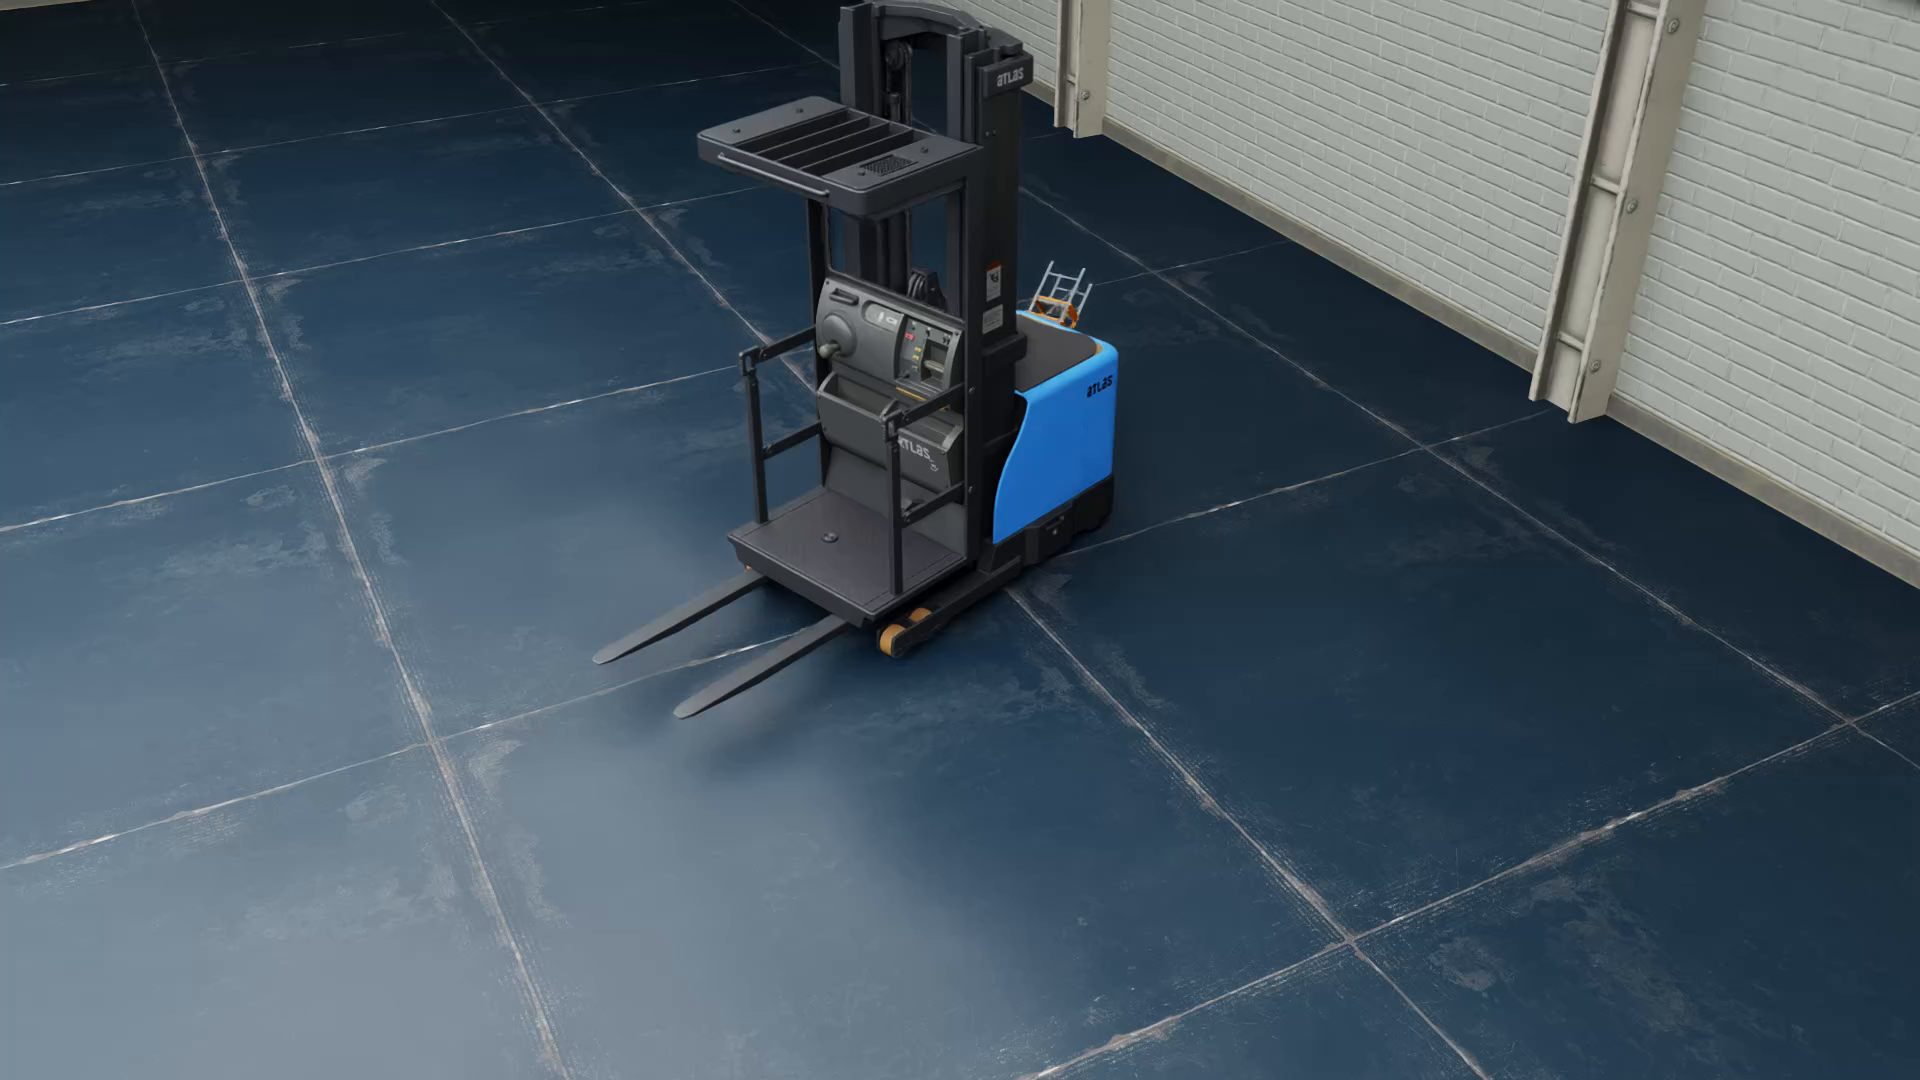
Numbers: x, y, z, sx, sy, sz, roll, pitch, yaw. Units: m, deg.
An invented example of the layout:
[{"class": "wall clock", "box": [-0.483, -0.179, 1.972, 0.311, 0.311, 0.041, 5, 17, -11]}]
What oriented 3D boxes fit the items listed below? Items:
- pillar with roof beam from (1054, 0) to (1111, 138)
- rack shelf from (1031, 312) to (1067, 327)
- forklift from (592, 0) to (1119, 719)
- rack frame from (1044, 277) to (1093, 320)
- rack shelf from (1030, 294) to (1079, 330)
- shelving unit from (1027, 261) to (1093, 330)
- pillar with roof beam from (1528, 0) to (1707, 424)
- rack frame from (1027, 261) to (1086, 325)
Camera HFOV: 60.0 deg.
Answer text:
[{"class": "pillar with roof beam", "box": [-2.726, -6.430, 10.963, 9.100, 9.000, 0.400, -16, 36, -23]}, {"class": "rack shelf", "box": [0.535, -1.303, 10.239, 0.258, 0.180, 0.103, 18, 75, 26]}, {"class": "forklift", "box": [-0.499, -0.955, 8.042, 1.130, 2.935, 3.031, 26, 41, 35]}, {"class": "rack frame", "box": [0.486, -1.096, 10.274, 0.240, 0.006, 1.200, 18, 75, 26]}, {"class": "rack shelf", "box": [0.583, -1.409, 10.266, 0.258, 0.180, 0.103, 18, 75, 26]}, {"class": "shelving unit", "box": [0.457, -1.129, 10.195, 0.258, 0.189, 1.200, 18, 75, 26]}, {"class": "pillar with roof beam", "box": [0.071, -3.566, 6.494, 9.100, 9.000, 0.400, -16, 36, -23]}, {"class": "rack frame", "box": [0.427, -1.163, 10.115, 0.240, 0.006, 1.200, 18, 75, 26]}]
